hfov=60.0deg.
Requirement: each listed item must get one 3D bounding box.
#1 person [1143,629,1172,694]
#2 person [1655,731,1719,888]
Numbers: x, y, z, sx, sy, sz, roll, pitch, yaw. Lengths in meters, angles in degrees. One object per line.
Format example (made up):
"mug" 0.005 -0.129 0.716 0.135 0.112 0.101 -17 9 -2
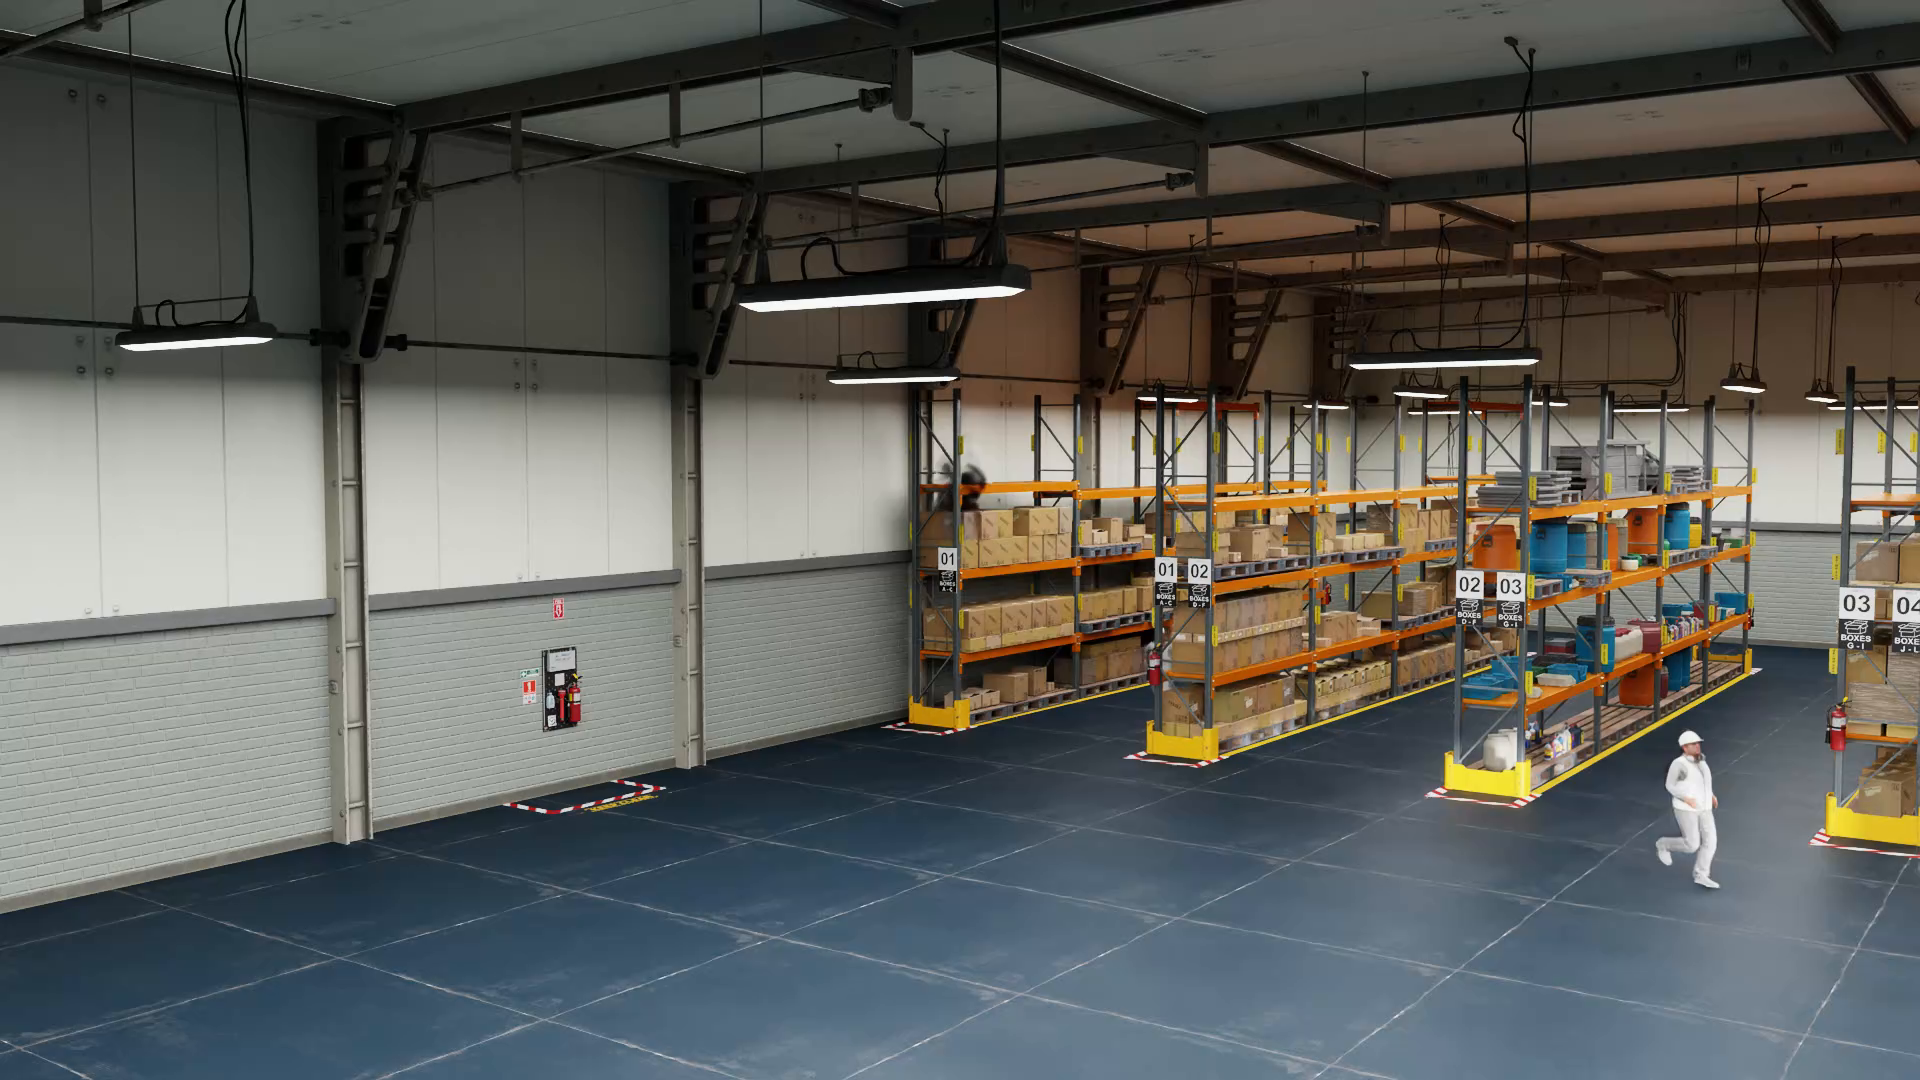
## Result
"person" 3.533 2.441 29.390 0.630 1.836 0.764 2 4 31
"person" 8.387 3.058 19.064 0.676 1.736 0.791 -1 4 -24
